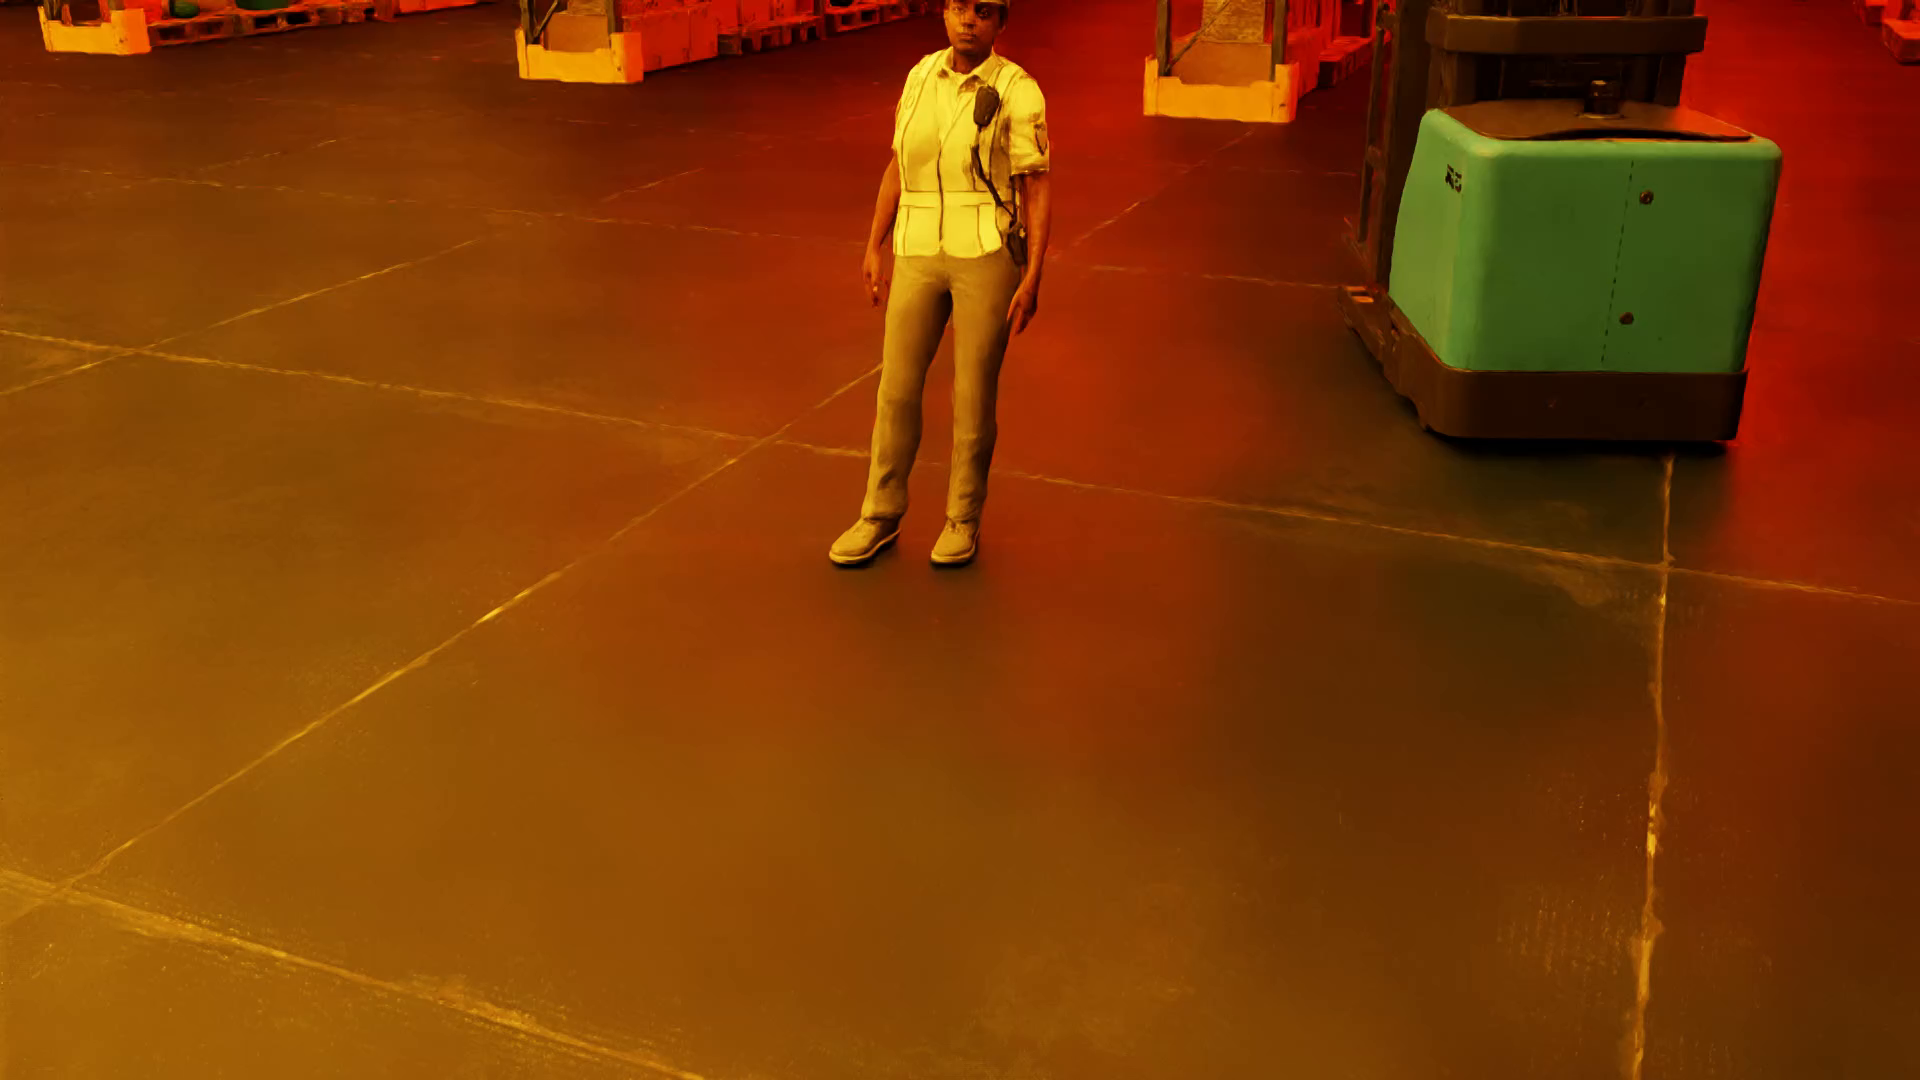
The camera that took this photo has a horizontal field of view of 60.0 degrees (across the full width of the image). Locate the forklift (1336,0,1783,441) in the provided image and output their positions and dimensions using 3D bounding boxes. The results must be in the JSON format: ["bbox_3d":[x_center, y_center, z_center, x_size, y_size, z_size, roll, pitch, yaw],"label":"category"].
[{"bbox_3d":[2.240,-2.215,6.592,1.130,2.935,3.031,1,23,2],"label":"forklift"}]

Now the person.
[{"bbox_3d":[-0.047,-0.765,4.706,0.570,1.695,0.529,9,24,21],"label":"person"}]
